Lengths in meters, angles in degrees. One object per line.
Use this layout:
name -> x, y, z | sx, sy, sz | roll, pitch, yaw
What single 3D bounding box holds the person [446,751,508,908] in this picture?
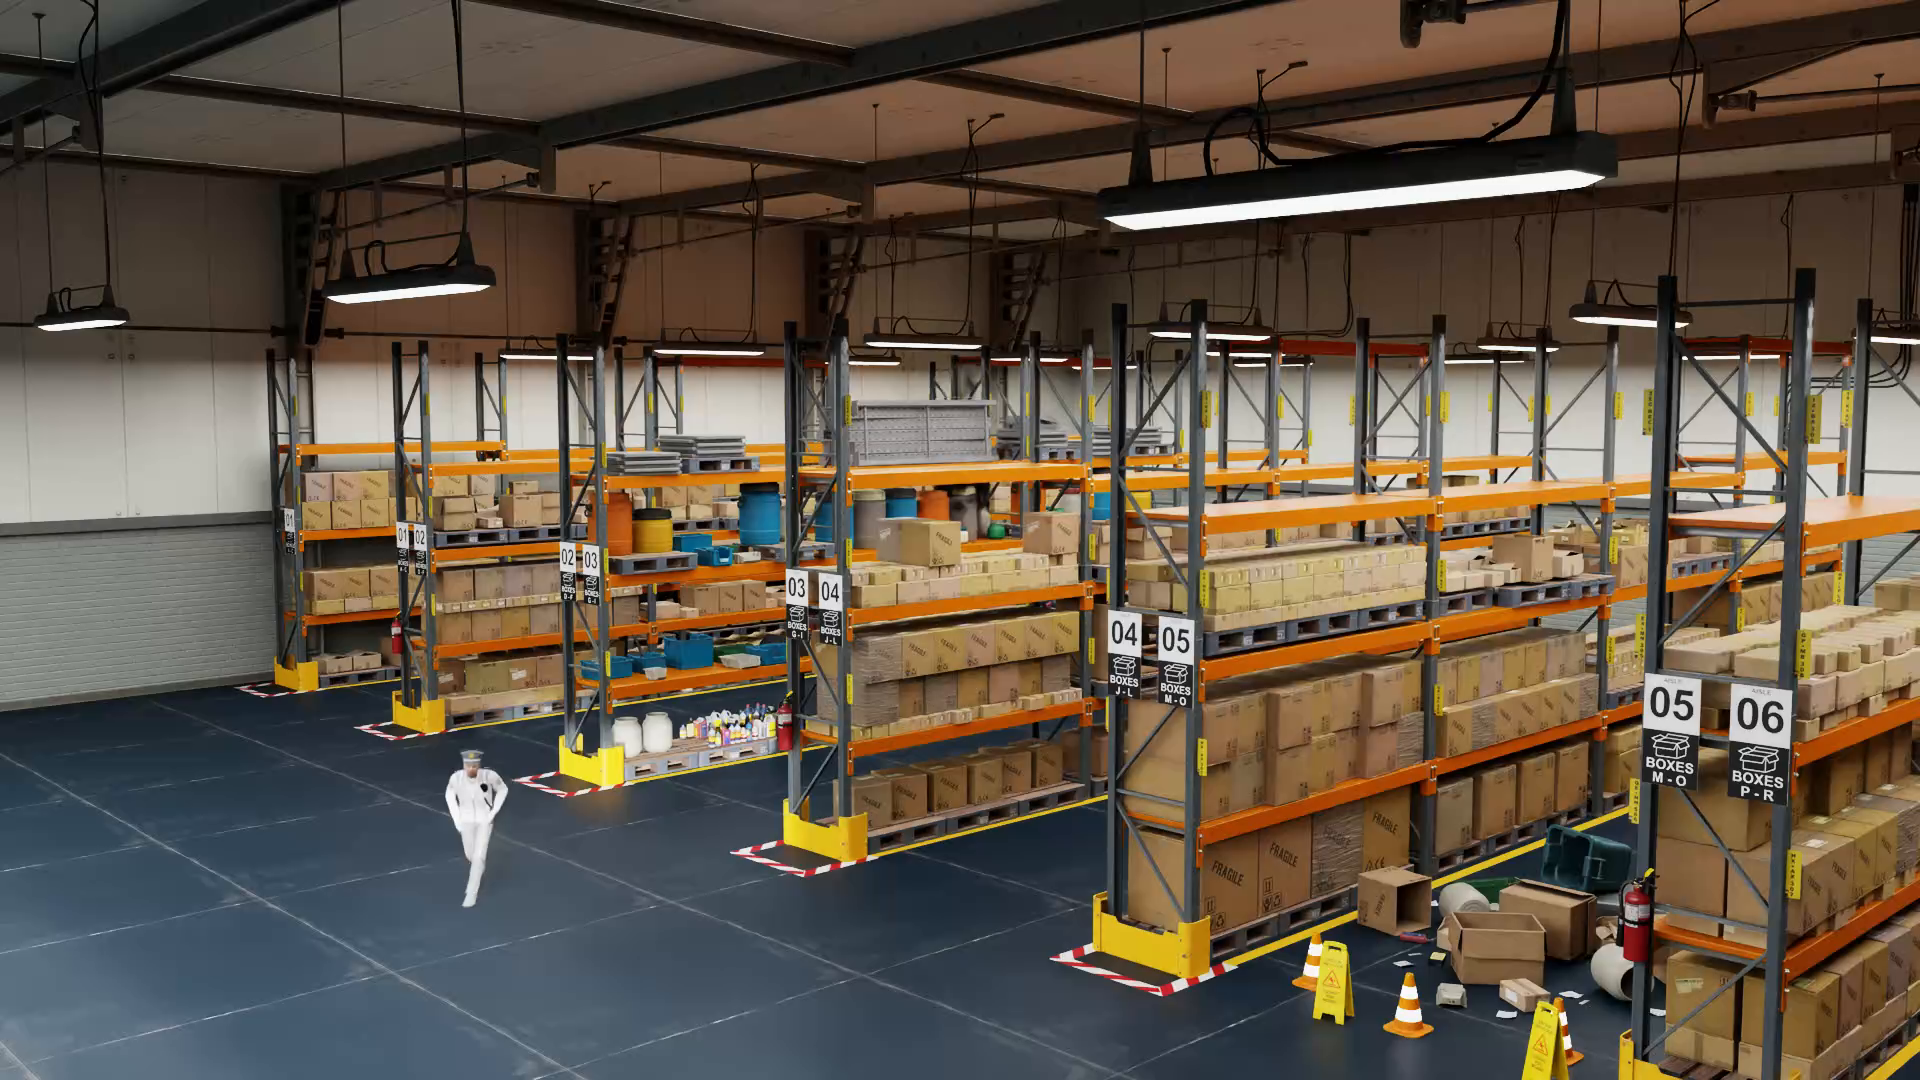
person -> -4.974, 2.906, 17.166 | 0.623, 1.632, 0.872 | -1, 5, -13
